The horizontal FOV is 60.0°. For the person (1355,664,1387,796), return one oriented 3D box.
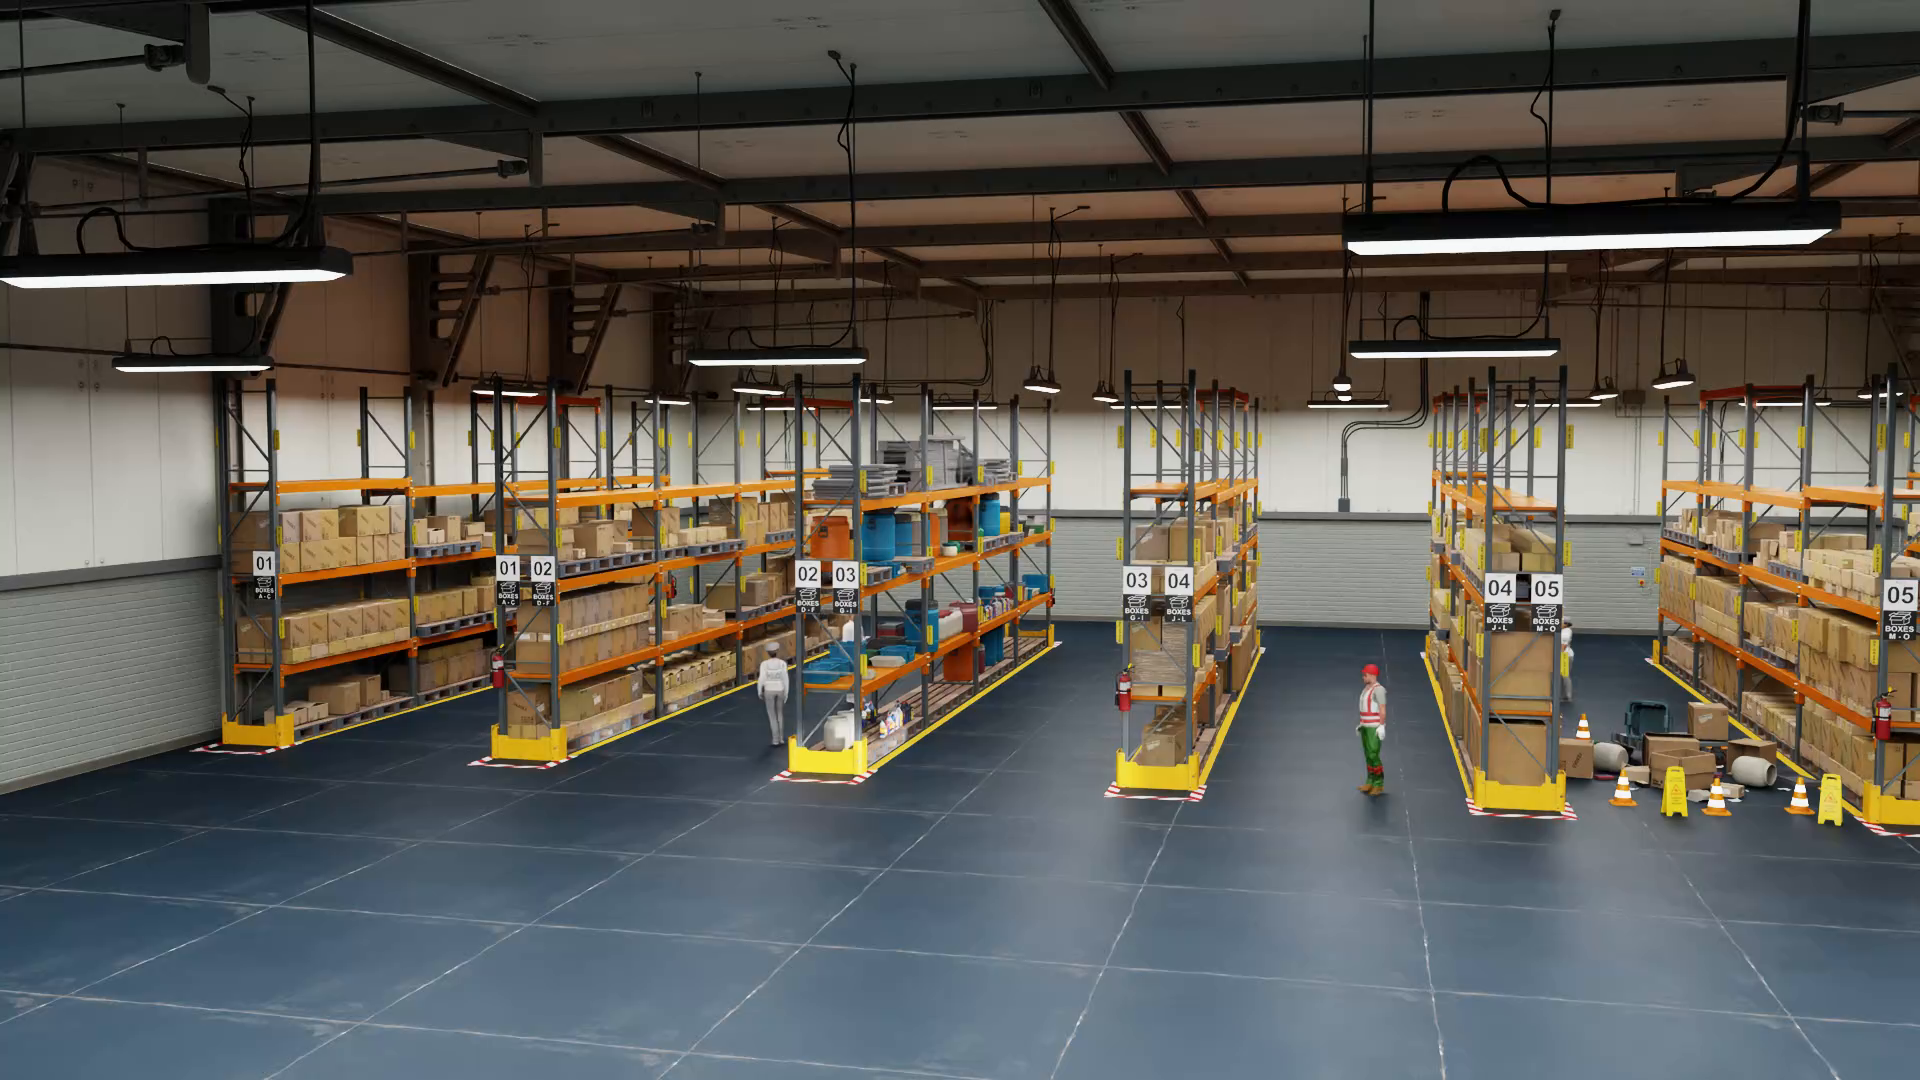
[{"bbox_3d":[5.852,2.693,23.696,0.375,1.828,0.620,-1,3,-10],"label":"person"}]

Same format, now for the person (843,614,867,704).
[{"bbox_3d":[-2.002,2.224,31.694,0.435,1.818,0.654,2,4,29],"label":"person"}]

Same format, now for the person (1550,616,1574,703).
[{"bbox_3d":[11.467,2.285,31.738,0.579,1.669,0.440,-3,5,-45],"label":"person"}]

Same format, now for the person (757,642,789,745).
[{"bbox_3d":[-3.063,2.541,27.294,0.484,1.746,0.518,-2,4,-29],"label":"person"}]
